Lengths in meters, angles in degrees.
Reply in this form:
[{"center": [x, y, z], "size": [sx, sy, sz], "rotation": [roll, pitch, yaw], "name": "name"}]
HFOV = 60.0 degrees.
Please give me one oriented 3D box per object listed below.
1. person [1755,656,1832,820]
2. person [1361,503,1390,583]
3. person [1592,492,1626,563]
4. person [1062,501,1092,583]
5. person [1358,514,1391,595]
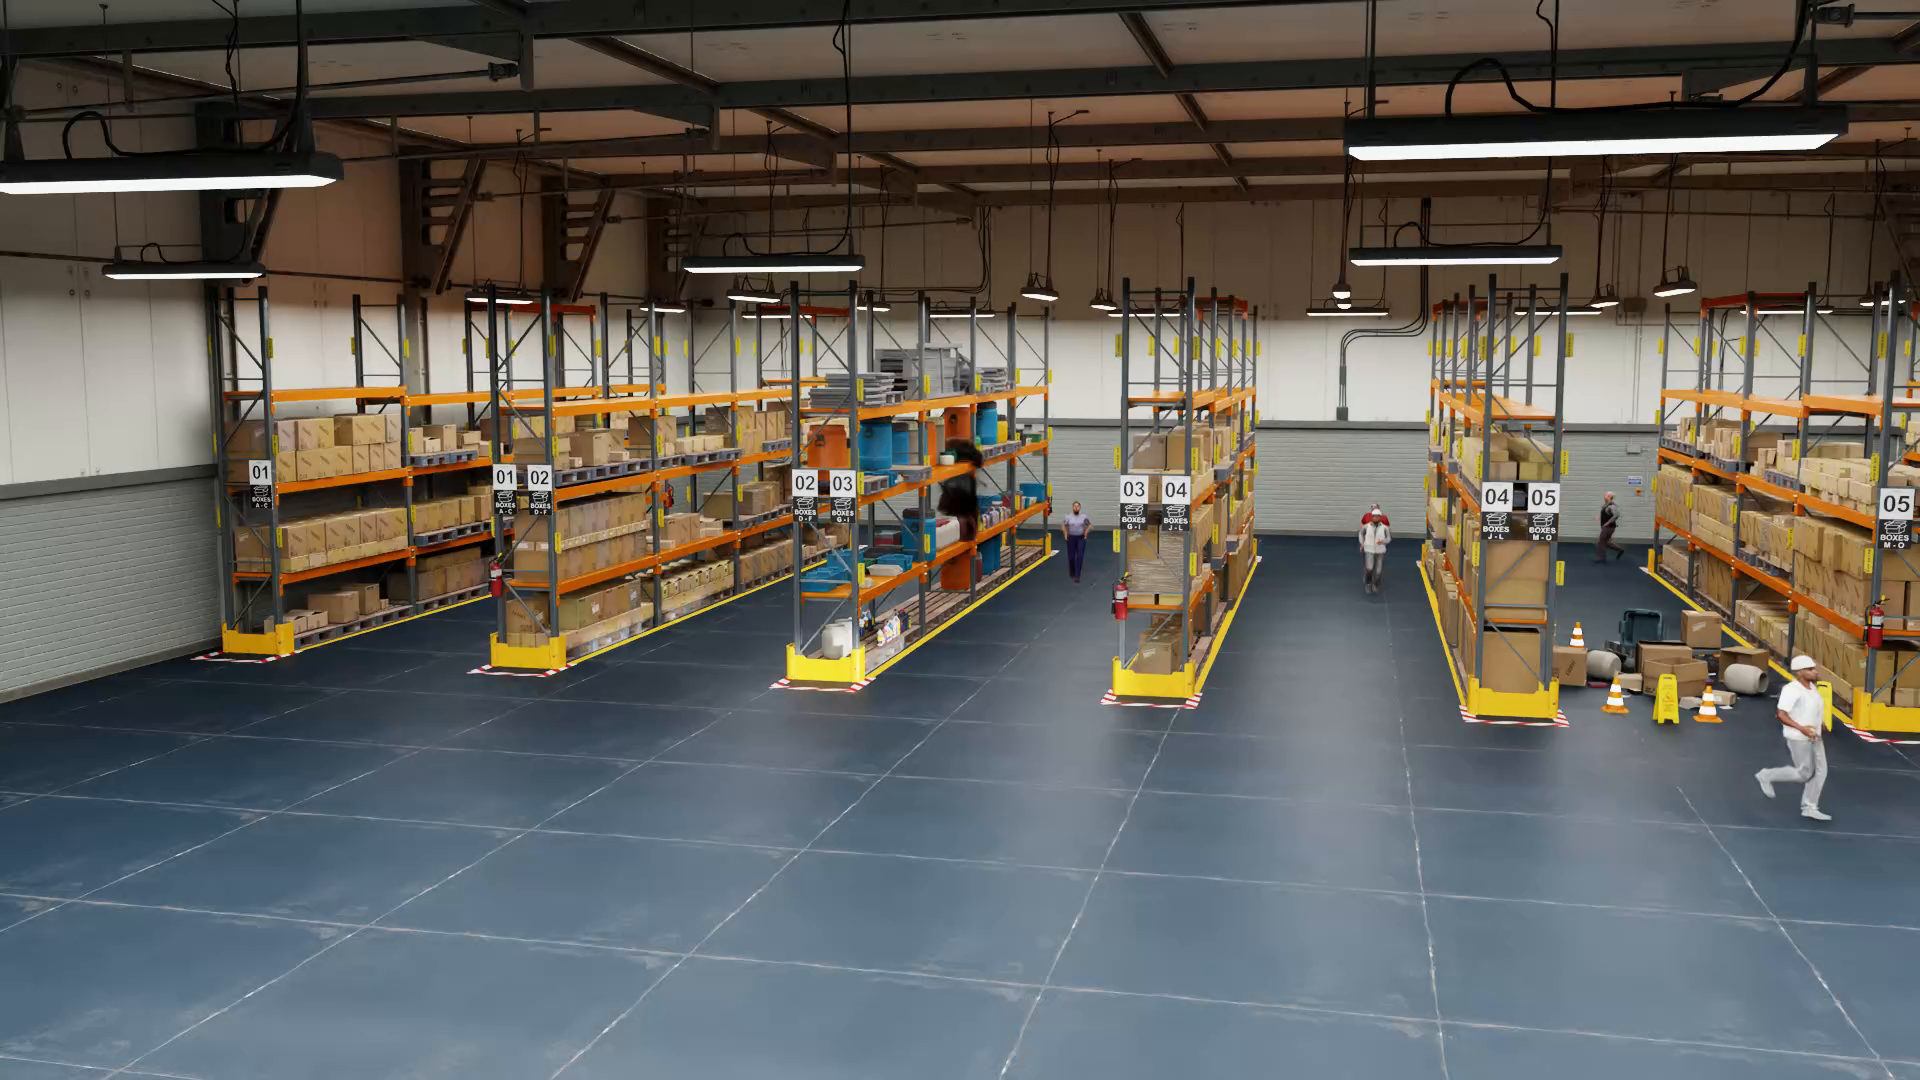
[{"center": [9.035, 2.101, 17.845], "size": [0.698, 1.734, 0.739], "rotation": [-5, 8, -37], "name": "person"}, {"center": [8.876, 0.087, 35.601], "size": [0.626, 1.783, 0.737], "rotation": [2, 7, 18], "name": "person"}, {"center": [15.188, -0.279, 38.794], "size": [0.744, 1.705, 0.677], "rotation": [2, 7, 15], "name": "person"}, {"center": [2.380, 0.029, 33.935], "size": [0.608, 1.632, 0.614], "rotation": [0, 7, 3], "name": "person"}, {"center": [8.422, 0.273, 33.778], "size": [0.639, 1.699, 0.672], "rotation": [1, 7, 11], "name": "person"}]
